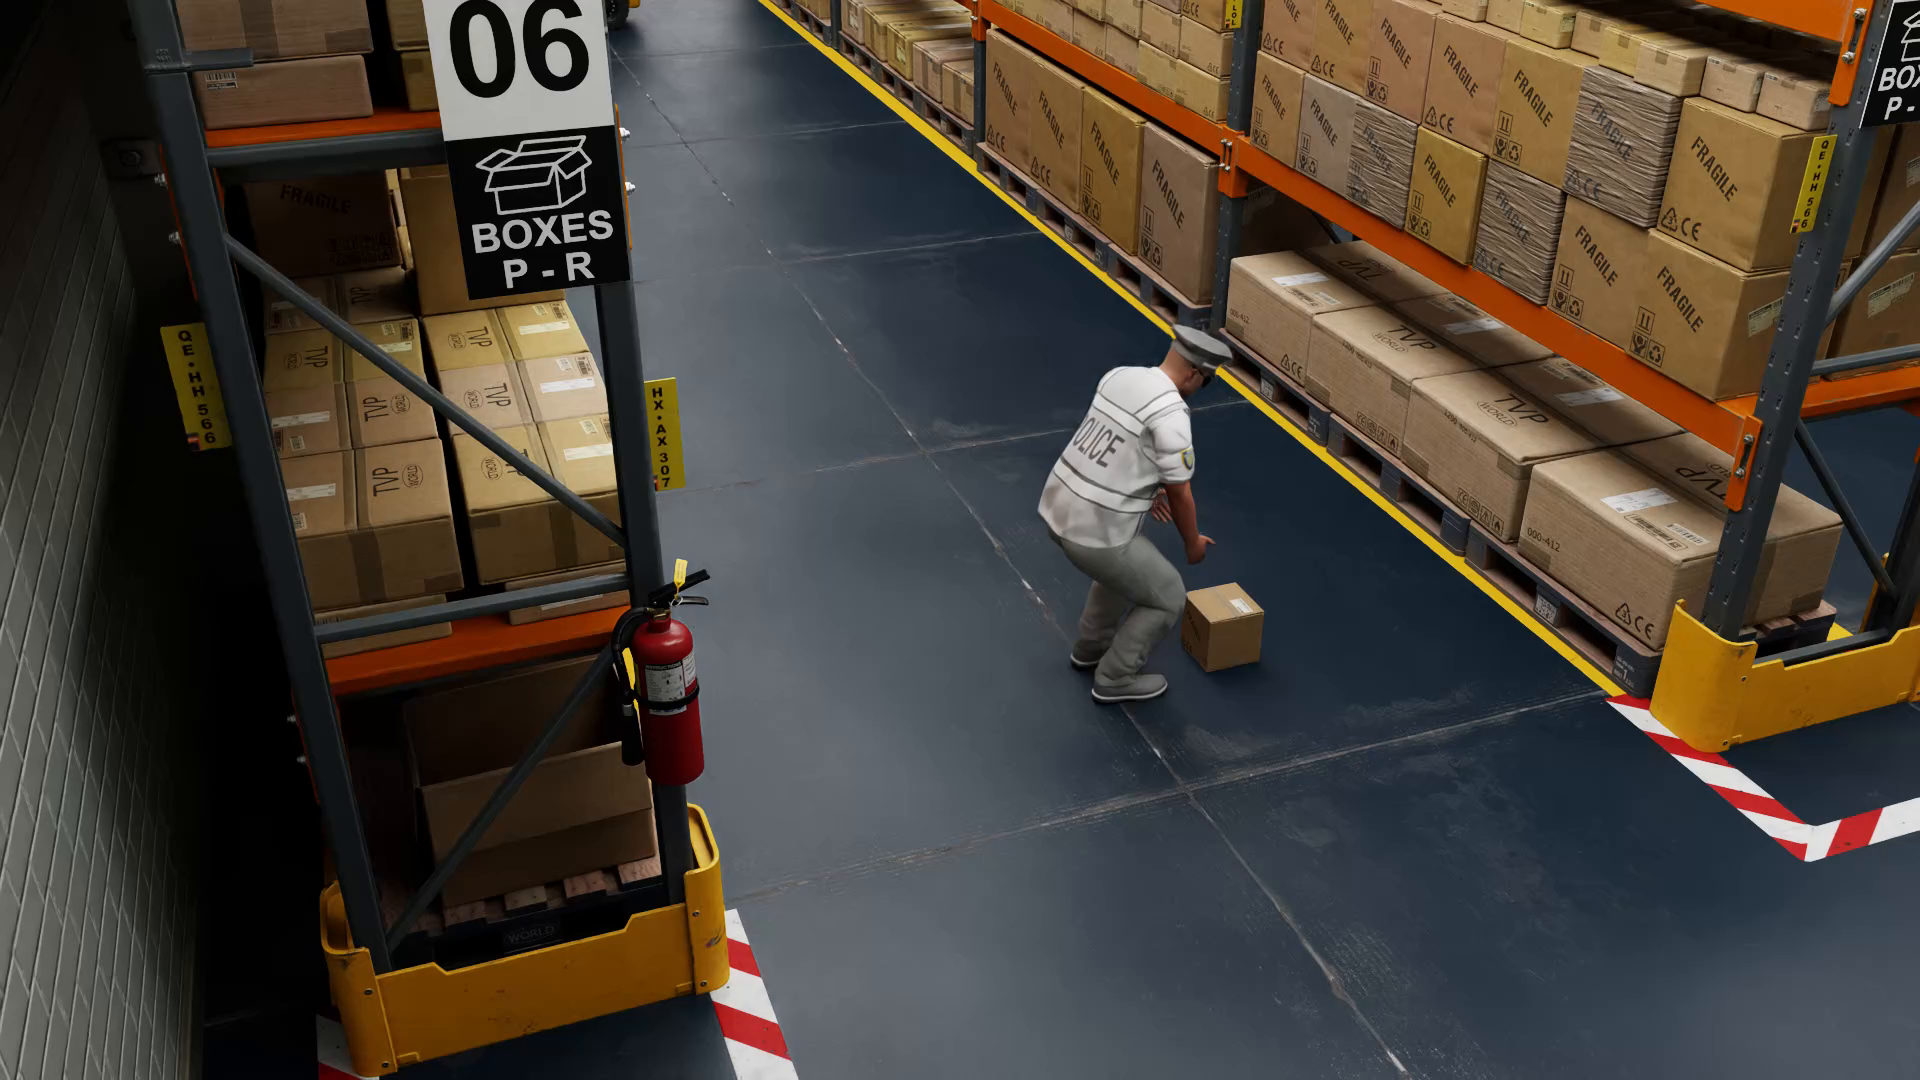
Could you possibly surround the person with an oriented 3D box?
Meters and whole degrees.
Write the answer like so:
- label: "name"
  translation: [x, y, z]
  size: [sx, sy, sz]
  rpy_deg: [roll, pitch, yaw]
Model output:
- label: "person"
  translation: [0.674, -0.107, 6.579]
  size: [0.745, 1.496, 0.588]
  rpy_deg: [-10, 31, -17]
